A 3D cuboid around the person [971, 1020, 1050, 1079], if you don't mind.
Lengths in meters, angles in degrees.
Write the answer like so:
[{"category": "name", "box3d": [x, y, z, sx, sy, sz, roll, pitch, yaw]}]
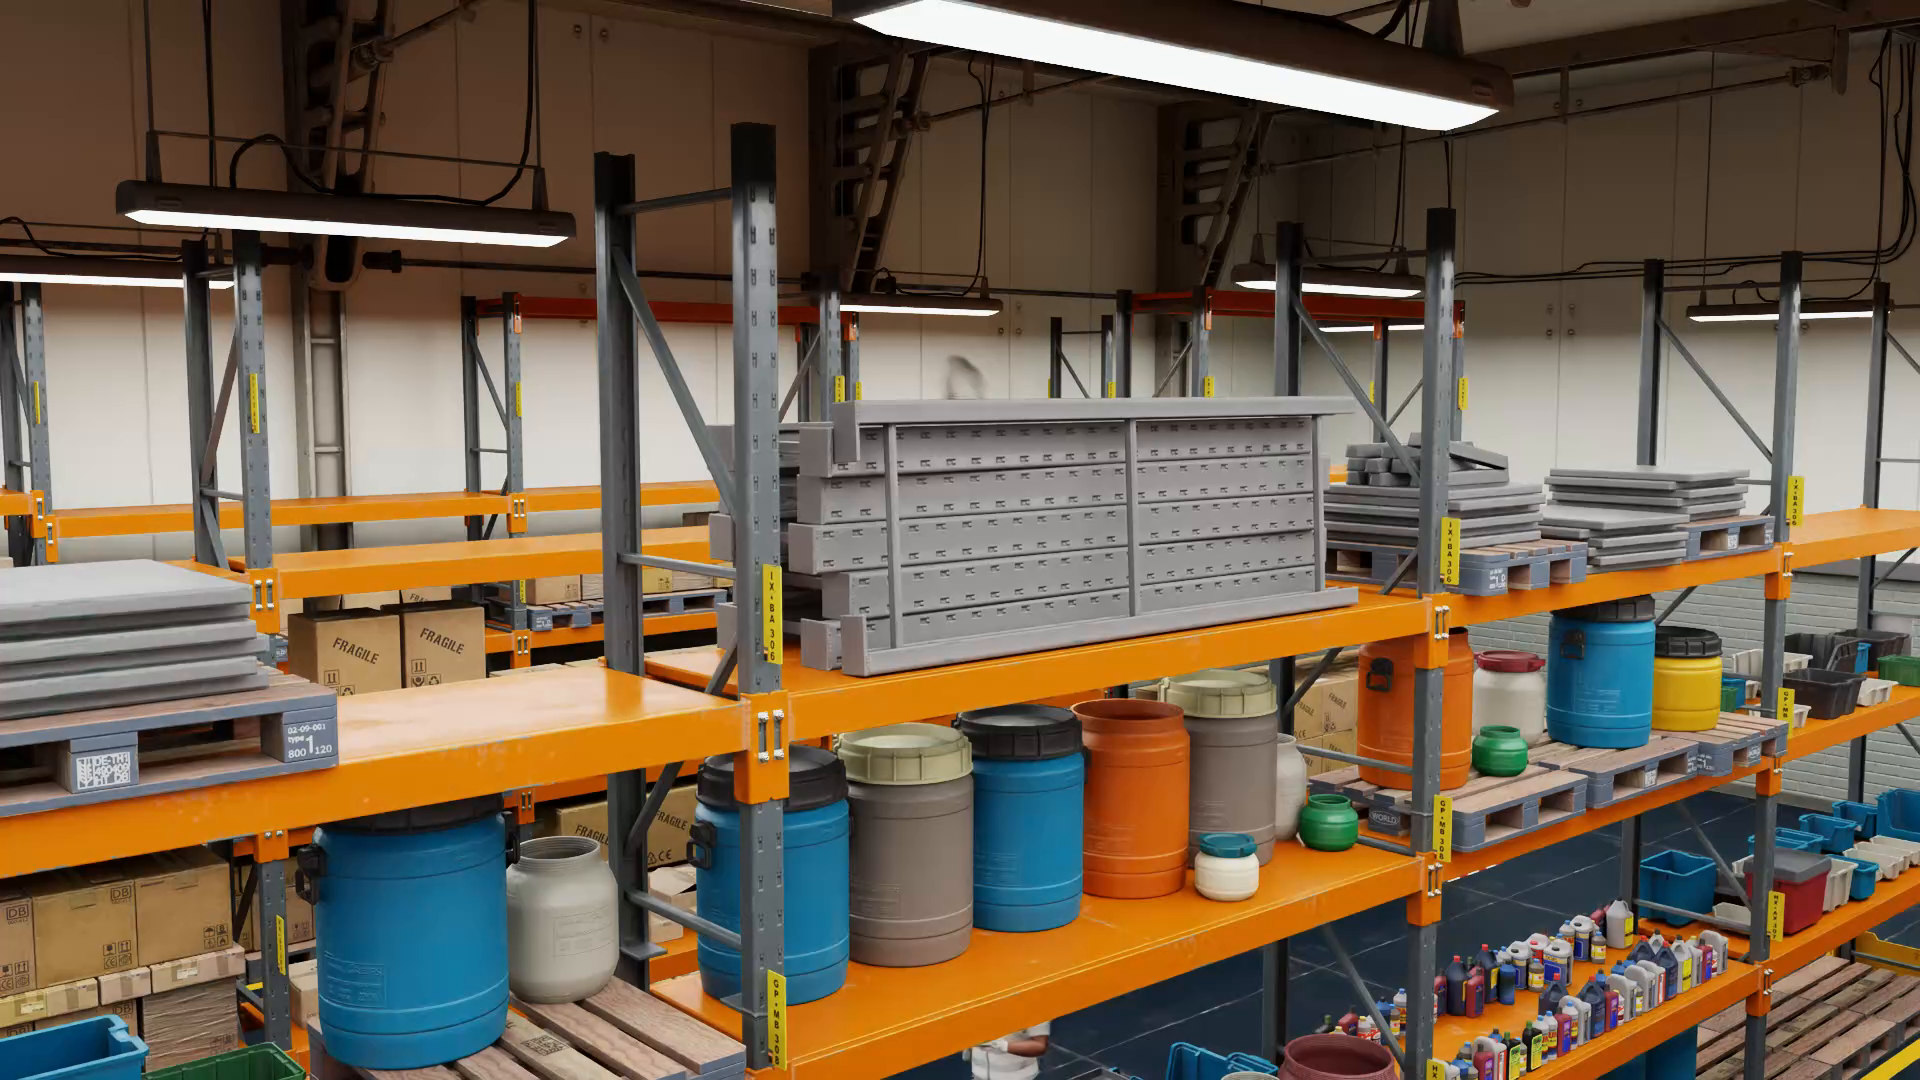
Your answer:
[{"category": "person", "box3d": [0.301, 3.239, 10.195, 0.675, 1.699, 0.815, 4, 7, 38]}]
